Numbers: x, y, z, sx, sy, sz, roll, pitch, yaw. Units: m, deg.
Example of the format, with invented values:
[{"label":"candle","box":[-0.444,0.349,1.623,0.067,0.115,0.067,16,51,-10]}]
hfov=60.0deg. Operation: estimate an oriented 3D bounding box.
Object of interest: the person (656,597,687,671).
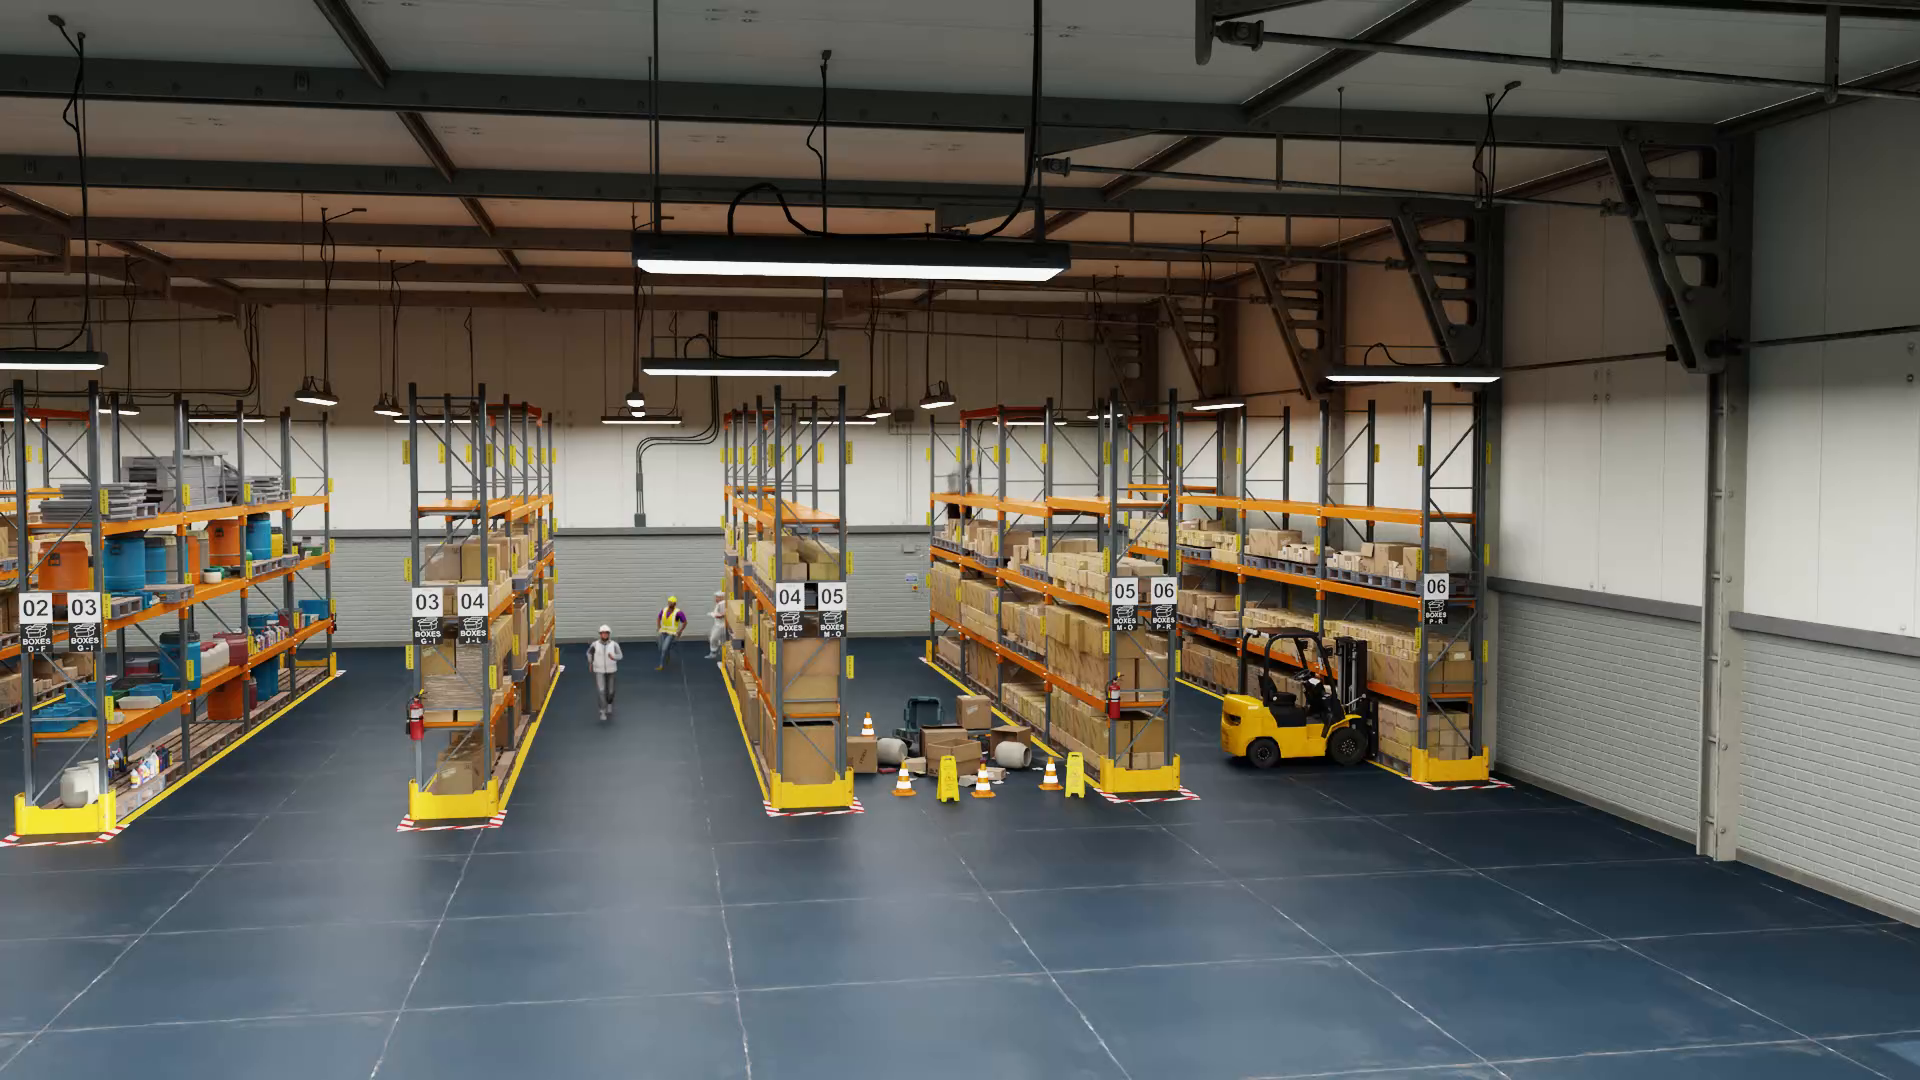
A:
[{"label":"person","box":[-6.748,2.184,38.846,0.760,1.724,0.694,1,3,16]}]

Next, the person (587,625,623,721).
[{"label":"person","box":[-6.725,2.493,31.510,0.653,1.760,0.968,-1,3,-16]}]

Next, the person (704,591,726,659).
[{"label":"person","box":[-5.927,2.071,40.588,0.587,1.700,0.902,-1,3,-18]}]
